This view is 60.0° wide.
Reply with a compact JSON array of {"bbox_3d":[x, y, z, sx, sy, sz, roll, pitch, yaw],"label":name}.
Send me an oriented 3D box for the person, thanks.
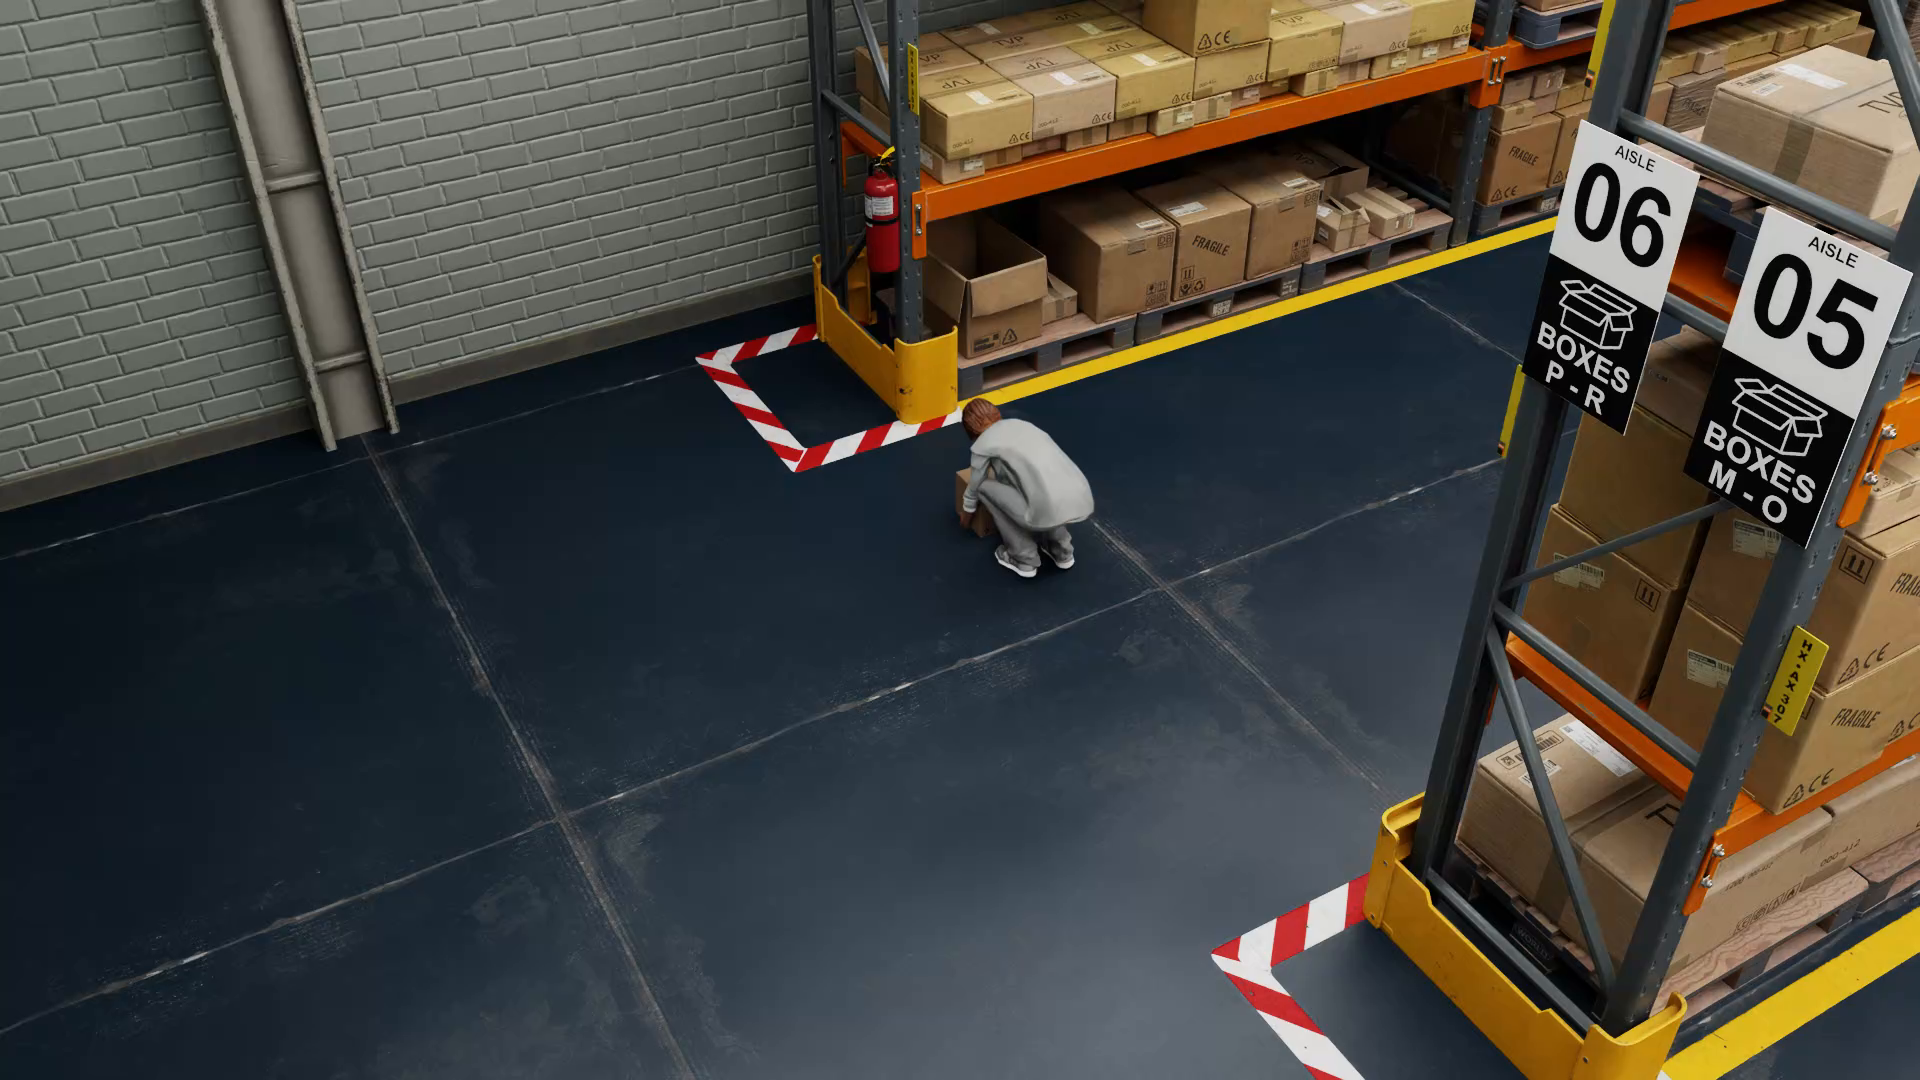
[{"bbox_3d":[0.296,-0.229,8.000,0.422,0.724,0.839,-20,42,-24],"label":"person"}]
